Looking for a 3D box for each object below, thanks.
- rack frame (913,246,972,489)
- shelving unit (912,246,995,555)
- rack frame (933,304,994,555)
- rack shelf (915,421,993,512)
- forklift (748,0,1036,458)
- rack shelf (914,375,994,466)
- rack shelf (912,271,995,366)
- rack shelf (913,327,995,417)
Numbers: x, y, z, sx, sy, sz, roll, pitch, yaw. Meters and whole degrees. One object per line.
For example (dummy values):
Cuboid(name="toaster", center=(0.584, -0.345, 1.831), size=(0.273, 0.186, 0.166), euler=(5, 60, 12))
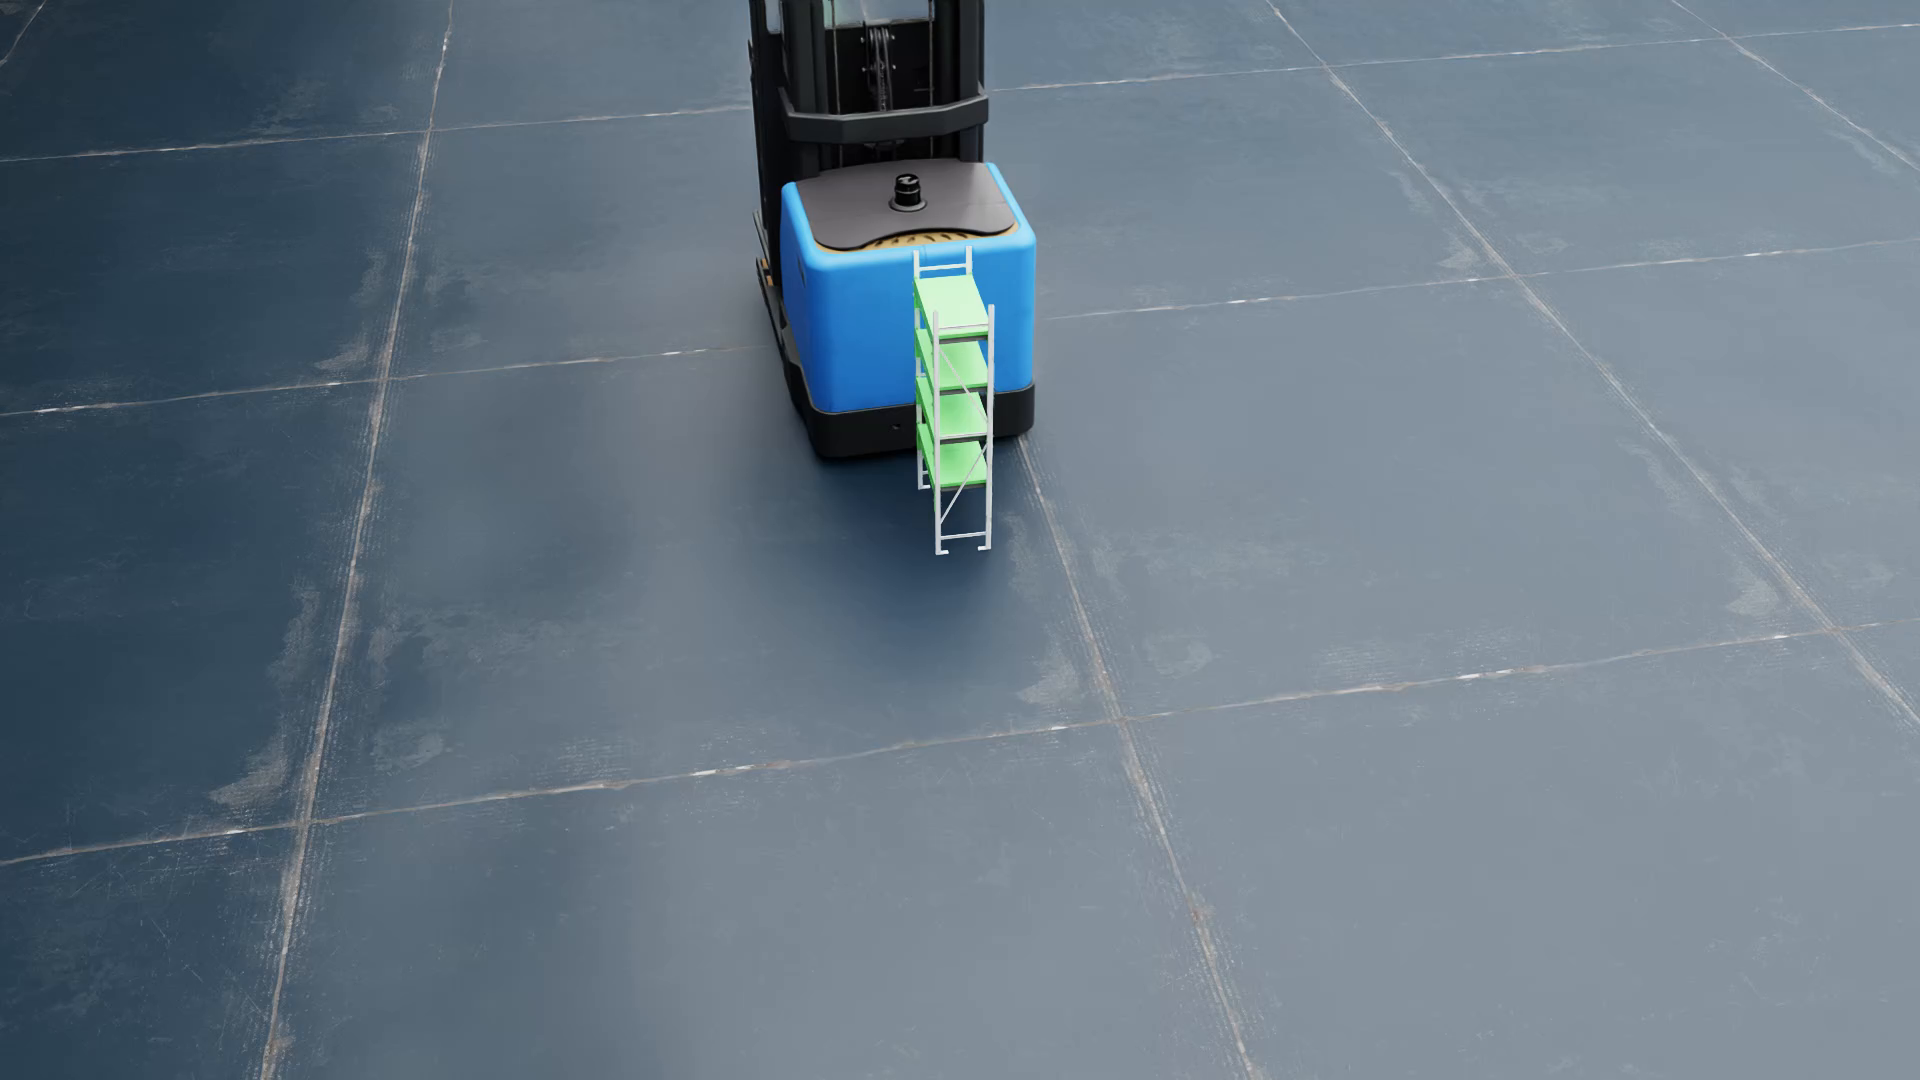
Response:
Cuboid(name="rack frame", center=(-0.072, -0.721, 7.200), size=(0.240, 1.200, 0.015), euler=(-6, 38, -8))
Cuboid(name="shelving unit", center=(-0.029, -0.574, 7.011), size=(0.258, 1.200, 0.503), euler=(-6, 38, -8))
Cuboid(name="rack frame", center=(0.014, -0.426, 6.821), size=(0.240, 1.200, 0.015), euler=(-6, 38, -8))
Cuboid(name="rack shelf", center=(-0.029, -0.334, 7.197), size=(0.258, 0.148, 0.480), euler=(-6, 38, -8))
Cuboid(name="forklift", center=(-0.481, -2.441, 8.003), size=(1.130, 2.935, 3.031), euler=(-8, 39, -10))
Cuboid(name="rack shelf", center=(-0.029, -0.523, 7.050), size=(0.258, 0.148, 0.480), euler=(-6, 38, -8))
Cuboid(name="rack shelf", center=(-0.029, -0.902, 6.755), size=(0.258, 0.148, 0.480), euler=(-6, 38, -8))
Cuboid(name="rack shelf", center=(-0.029, -0.713, 6.903), size=(0.258, 0.148, 0.480), euler=(-6, 38, -8))
